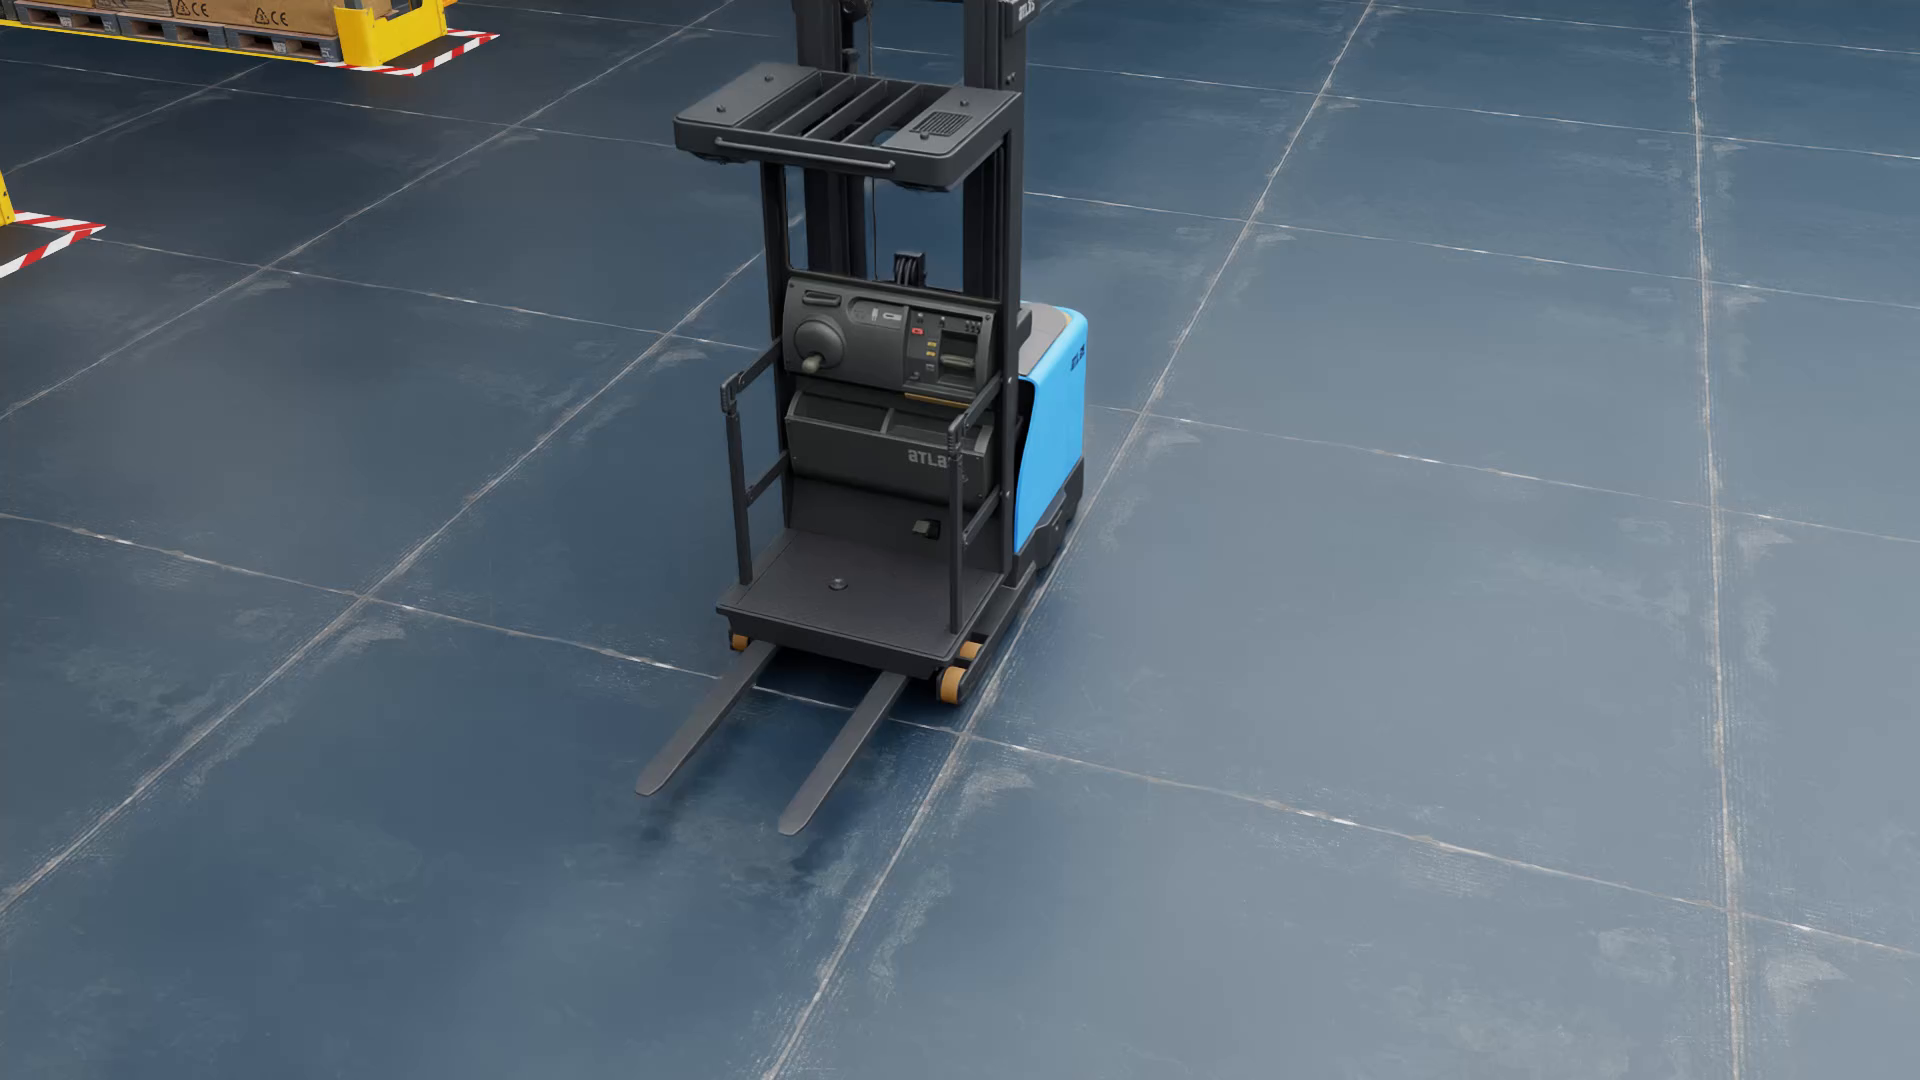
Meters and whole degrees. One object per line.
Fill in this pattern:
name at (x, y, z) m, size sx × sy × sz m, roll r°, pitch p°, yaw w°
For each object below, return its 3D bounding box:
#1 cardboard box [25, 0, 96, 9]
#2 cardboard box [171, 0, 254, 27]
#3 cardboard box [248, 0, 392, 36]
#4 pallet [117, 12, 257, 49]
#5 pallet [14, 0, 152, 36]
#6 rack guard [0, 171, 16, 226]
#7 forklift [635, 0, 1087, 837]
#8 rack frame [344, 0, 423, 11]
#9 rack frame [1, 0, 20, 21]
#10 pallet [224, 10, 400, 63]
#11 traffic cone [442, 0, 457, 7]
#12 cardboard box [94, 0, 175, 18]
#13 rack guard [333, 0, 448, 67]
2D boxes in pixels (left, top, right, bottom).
cardboard box at (-8.373, -5.637, 15.787) m, size 0.875 × 0.875 × 0.875 m, roll 12°, pitch 35°, yaw 17°
cardboard box at (-6.666, -5.306, 15.275) m, size 0.875 × 0.875 × 0.875 m, roll 10°, pitch 34°, yaw 16°
cardboard box at (-5.837, -5.146, 15.027) m, size 0.875 × 0.875 × 0.875 m, roll 11°, pitch 35°, yaw 17°
pallet at (-7.100, -4.931, 15.693) m, size 1.213 × 0.211 × 1.003 m, roll 11°, pitch 34°, yaw 16°
pallet at (-8.252, -5.154, 16.038) m, size 1.213 × 0.211 × 1.003 m, roll 11°, pitch 34°, yaw 16°
rack guard at (-7.016, -2.222, 11.230) m, size 0.348 × 0.500 × 1.175 m, roll 11°, pitch 34°, yaw 16°
forklift at (-0.382, -0.780, 6.757) m, size 1.130 × 2.935 × 3.031 m, roll 12°, pitch 35°, yaw 18°
rack frame at (-5.176, -5.772, 14.425) m, size 0.127 × 3.000 × 1.000 m, roll 11°, pitch 34°, yaw 16°
rack frame at (-8.941, -6.504, 15.559) m, size 0.127 × 3.000 × 1.000 m, roll 11°, pitch 34°, yaw 16°
pallet at (-5.955, -4.707, 15.346) m, size 1.213 × 0.211 × 1.003 m, roll 11°, pitch 34°, yaw 16°
traffic cone at (-5.197, -5.529, 16.387) m, size 0.334 × 0.463 × 0.336 m, roll 11°, pitch 34°, yaw 16°
cardboard box at (-7.523, -5.474, 15.535) m, size 0.875 × 0.875 × 0.875 m, roll 11°, pitch 35°, yaw 17°
rack guard at (-5.153, -4.718, 15.096) m, size 0.348 × 0.500 × 1.175 m, roll 11°, pitch 34°, yaw 16°
